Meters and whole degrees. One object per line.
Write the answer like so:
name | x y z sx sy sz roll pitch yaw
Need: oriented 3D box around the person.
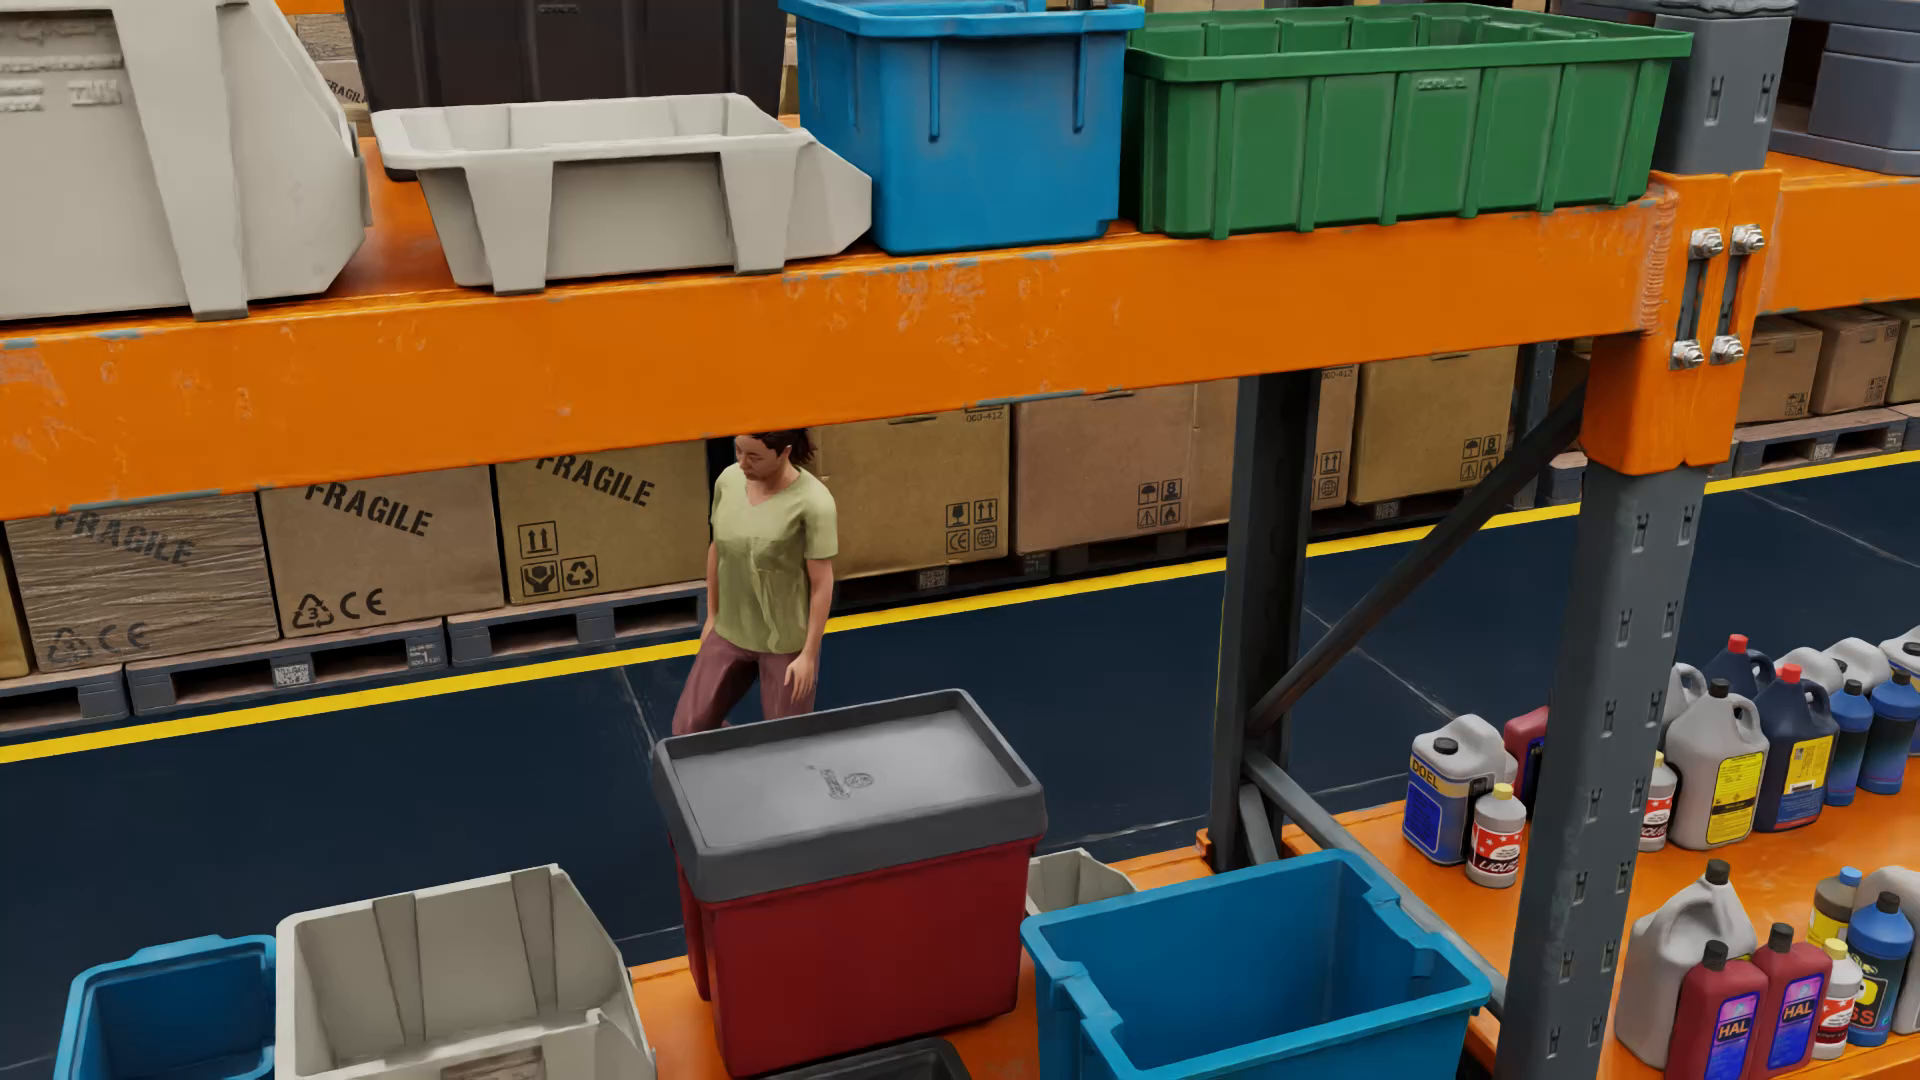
person | -0.633 0.326 5.276 0.527 1.677 0.452 11 25 24
